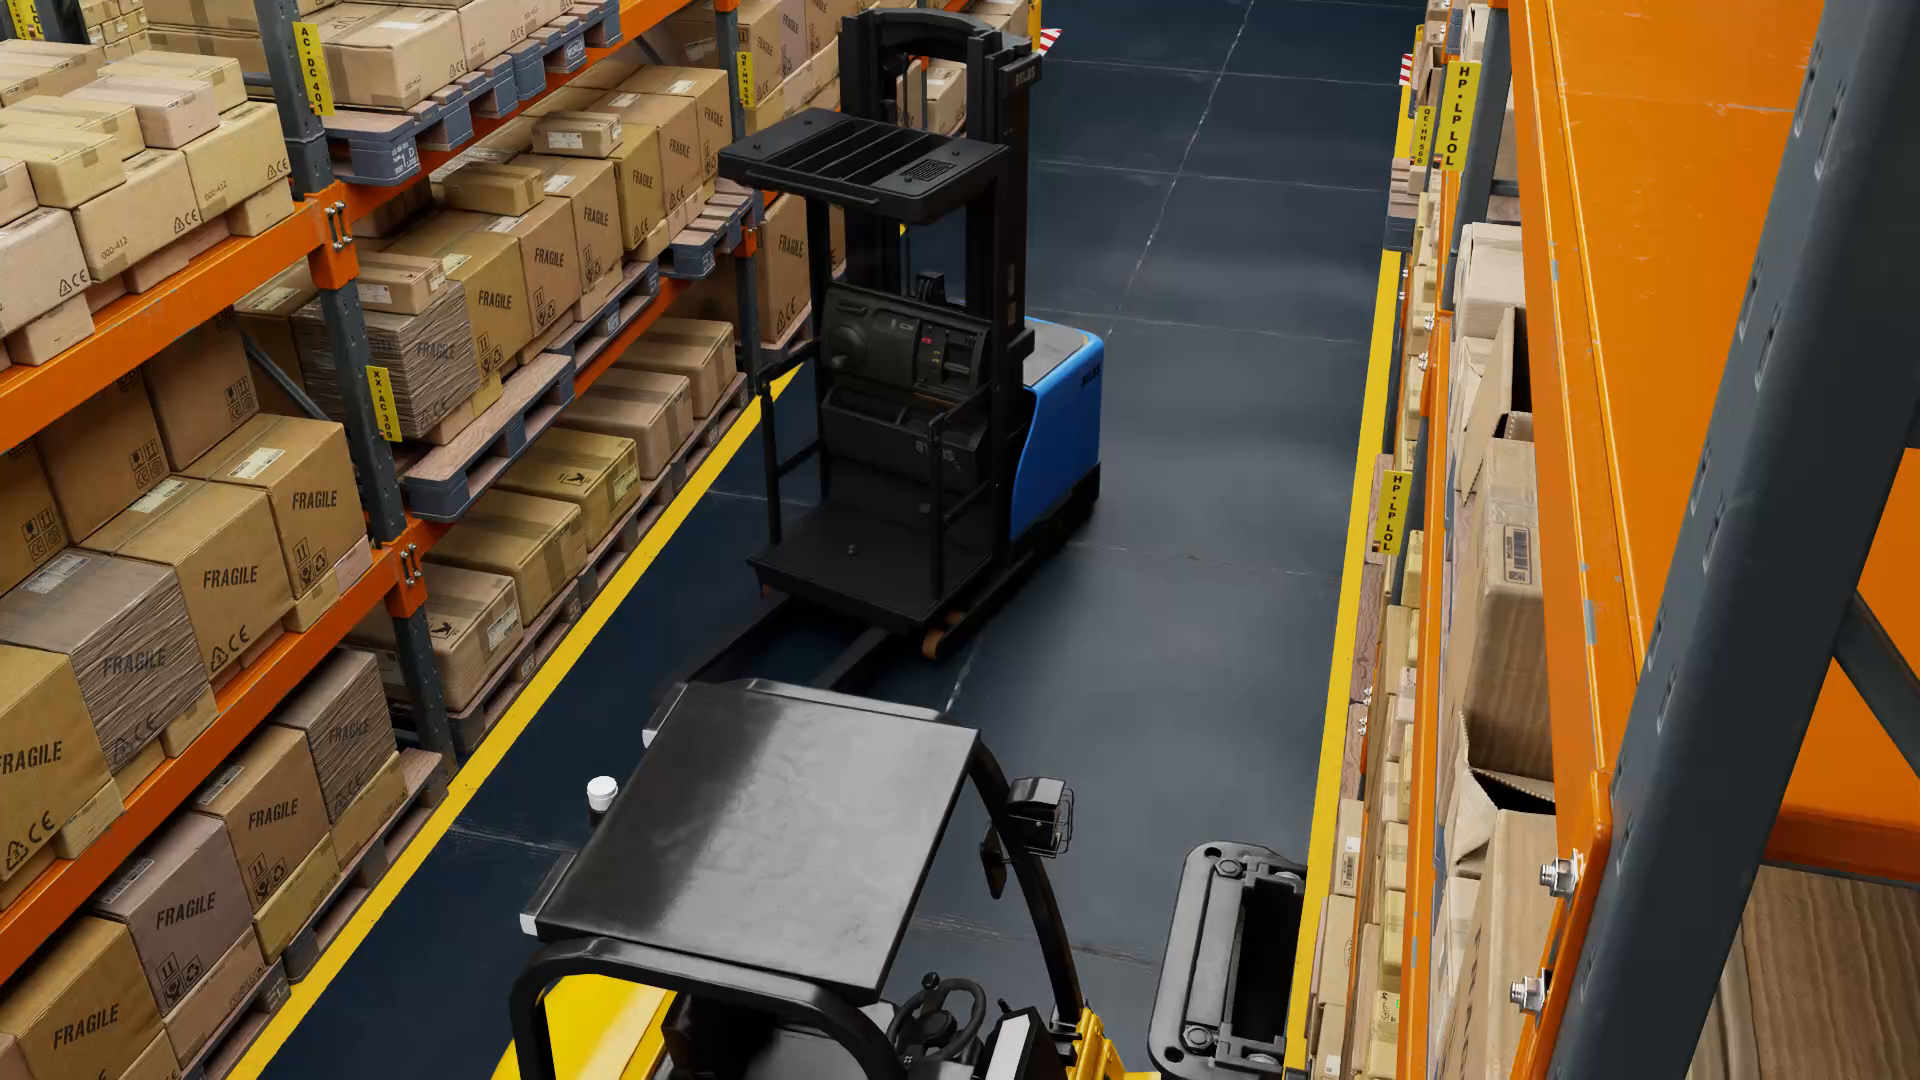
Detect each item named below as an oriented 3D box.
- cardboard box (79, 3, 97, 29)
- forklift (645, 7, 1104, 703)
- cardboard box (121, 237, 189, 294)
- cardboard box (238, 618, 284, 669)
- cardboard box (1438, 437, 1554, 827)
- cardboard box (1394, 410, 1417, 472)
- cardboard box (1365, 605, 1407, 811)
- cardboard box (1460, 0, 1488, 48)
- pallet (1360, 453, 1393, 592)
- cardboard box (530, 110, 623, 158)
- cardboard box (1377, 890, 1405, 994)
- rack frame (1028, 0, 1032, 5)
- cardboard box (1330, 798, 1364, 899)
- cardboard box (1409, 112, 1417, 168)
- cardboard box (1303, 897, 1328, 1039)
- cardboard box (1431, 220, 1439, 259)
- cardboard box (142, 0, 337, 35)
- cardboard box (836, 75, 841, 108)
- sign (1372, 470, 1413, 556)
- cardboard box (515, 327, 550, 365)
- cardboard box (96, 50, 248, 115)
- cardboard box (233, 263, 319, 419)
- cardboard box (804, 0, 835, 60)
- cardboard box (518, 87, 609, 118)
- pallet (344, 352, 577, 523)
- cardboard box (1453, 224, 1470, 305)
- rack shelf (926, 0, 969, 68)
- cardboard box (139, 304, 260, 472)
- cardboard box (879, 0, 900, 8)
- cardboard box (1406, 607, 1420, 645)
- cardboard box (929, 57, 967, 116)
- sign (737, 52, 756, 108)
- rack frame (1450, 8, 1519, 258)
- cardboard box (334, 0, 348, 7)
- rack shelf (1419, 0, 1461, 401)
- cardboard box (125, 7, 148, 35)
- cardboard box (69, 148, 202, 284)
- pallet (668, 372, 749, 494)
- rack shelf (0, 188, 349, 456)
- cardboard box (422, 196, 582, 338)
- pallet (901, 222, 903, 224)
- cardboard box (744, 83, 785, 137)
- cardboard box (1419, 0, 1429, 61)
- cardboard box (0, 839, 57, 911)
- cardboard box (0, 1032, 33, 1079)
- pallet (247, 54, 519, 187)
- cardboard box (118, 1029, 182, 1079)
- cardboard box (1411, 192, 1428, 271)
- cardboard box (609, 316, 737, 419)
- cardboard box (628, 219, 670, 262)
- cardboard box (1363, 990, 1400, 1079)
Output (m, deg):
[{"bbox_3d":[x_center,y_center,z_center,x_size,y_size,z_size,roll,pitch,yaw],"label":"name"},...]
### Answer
[{"bbox_3d":[-6.230,-3.613,11.495,0.380,0.149,0.250,7,33,11],"label":"cardboard box"},{"bbox_3d":[-0.395,-0.911,8.021,1.130,2.935,3.031,18,37,26],"label":"forklift"},{"bbox_3d":[-2.778,-0.940,5.440,0.380,0.149,0.250,8,33,13],"label":"cardboard box"},{"bbox_3d":[-2.787,0.329,6.240,0.380,0.149,0.250,8,33,13],"label":"cardboard box"},{"bbox_3d":[1.219,0.201,2.834,0.700,0.500,0.500,8,33,13],"label":"cardboard box"},{"bbox_3d":[2.001,-0.271,6.625,0.500,0.250,0.500,7,33,11],"label":"cardboard box"},{"bbox_3d":[1.635,0.586,5.508,0.500,0.500,0.500,7,33,11],"label":"cardboard box"},{"bbox_3d":[2.338,-2.299,6.766,0.500,0.500,0.500,9,33,14],"label":"cardboard box"},{"bbox_3d":[2.769,-0.043,9.191,1.003,0.211,1.213,8,33,12],"label":"pallet"},{"bbox_3d":[-1.929,-2.047,8.377,0.380,0.149,0.250,6,33,10],"label":"cardboard box"},{"bbox_3d":[1.253,1.047,4.179,0.380,0.149,0.250,7,33,11],"label":"cardboard box"},{"bbox_3d":[0.244,-6.467,16.697,1.000,3.000,0.127,8,33,12],"label":"rack frame"},{"bbox_3d":[1.574,1.203,5.871,0.500,0.250,0.500,8,33,12],"label":"cardboard box"},{"bbox_3d":[2.970,-2.347,9.965,0.500,0.250,0.500,6,33,10],"label":"cardboard box"},{"bbox_3d":[1.557,1.623,6.143,0.500,0.250,0.500,8,33,13],"label":"cardboard box"},{"bbox_3d":[2.489,-1.420,8.059,0.380,0.149,0.250,8,33,13],"label":"cardboard box"},{"bbox_3d":[-2.778,-2.149,6.391,0.500,0.250,0.500,9,33,13],"label":"cardboard box"},{"bbox_3d":[-1.045,-3.269,11.806,0.500,0.250,0.500,8,33,12],"label":"cardboard box"},{"bbox_3d":[1.473,-0.090,5.660,0.100,0.325,0.005,8,33,12],"label":"sign"},{"bbox_3d":[-2.180,-0.969,7.890,0.380,0.149,0.250,9,33,13],"label":"cardboard box"},{"bbox_3d":[-2.671,-1.542,5.645,0.380,0.149,0.250,9,33,13],"label":"cardboard box"},{"bbox_3d":[-2.906,-0.856,7.108,0.500,0.500,0.500,7,33,11],"label":"cardboard box"},{"bbox_3d":[-1.162,-3.528,11.048,0.500,0.500,0.500,9,34,14],"label":"cardboard box"},{"bbox_3d":[-2.250,-2.187,9.203,0.500,0.500,0.500,10,34,15],"label":"cardboard box"},{"bbox_3d":[-2.467,-0.536,7.546,1.003,0.211,1.213,8,33,12],"label":"pallet"},{"bbox_3d":[1.593,-0.754,4.663,0.380,0.149,0.250,9,33,13],"label":"cardboard box"},{"bbox_3d":[-0.264,-5.126,15.257,1.077,0.370,4.000,8,33,12],"label":"rack shelf"},{"bbox_3d":[-3.123,-0.631,6.214,0.700,0.500,0.500,8,33,12],"label":"cardboard box"},{"bbox_3d":[-0.768,-4.017,12.516,0.500,0.250,0.500,9,33,14],"label":"cardboard box"},{"bbox_3d":[1.665,0.247,5.437,0.380,0.149,0.250,8,33,12],"label":"cardboard box"},{"bbox_3d":[-0.282,-4.263,15.227,0.875,0.438,0.875,7,33,11],"label":"cardboard box"},{"bbox_3d":[-1.259,-2.702,9.769,0.100,0.325,0.005,8,33,12],"label":"sign"},{"bbox_3d":[2.000,-2.098,4.232,1.000,3.000,0.127,8,33,12],"label":"rack frame"},{"bbox_3d":[-2.660,-2.205,6.944,0.500,0.250,0.500,8,33,13],"label":"cardboard box"},{"bbox_3d":[2.508,-1.566,6.862,1.077,0.370,4.000,8,33,12],"label":"rack shelf"},{"bbox_3d":[-6.088,-3.768,12.017,0.380,0.149,0.250,8,33,13],"label":"cardboard box"},{"bbox_3d":[-2.781,-1.040,5.227,0.500,0.250,0.500,7,33,12],"label":"cardboard box"},{"bbox_3d":[-1.986,-0.734,10.277,1.003,0.211,1.213,8,33,12],"label":"pallet"},{"bbox_3d":[-3.309,-0.165,4.657,1.077,0.370,4.000,8,33,12],"label":"rack shelf"},{"bbox_3d":[-2.140,-1.304,7.813,0.500,0.500,0.500,8,33,12],"label":"cardboard box"},{"bbox_3d":[-0.894,-2.804,13.534,1.003,0.211,1.213,8,33,12],"label":"pallet"},{"bbox_3d":[-1.419,-2.693,10.434,0.500,0.250,0.500,8,33,12],"label":"cardboard box"},{"bbox_3d":[3.691,-3.717,11.885,0.700,0.500,0.500,9,34,14],"label":"cardboard box"},{"bbox_3d":[-3.088,0.992,5.198,0.380,0.149,0.250,7,33,11],"label":"cardboard box"},{"bbox_3d":[-3.211,1.837,5.107,0.500,0.500,0.500,7,33,11],"label":"cardboard box"},{"bbox_3d":[-2.542,-1.733,6.628,1.213,0.211,1.003,8,33,12],"label":"pallet"},{"bbox_3d":[-3.082,1.889,5.724,0.500,0.250,0.500,10,34,16],"label":"cardboard box"},{"bbox_3d":[2.642,-1.596,8.708,0.500,0.250,0.500,8,33,12],"label":"cardboard box"},{"bbox_3d":[-1.940,-1.092,10.300,0.950,0.372,0.625,6,33,9],"label":"cardboard box"},{"bbox_3d":[-1.789,-1.625,8.922,0.380,0.149,0.250,9,33,13],"label":"cardboard box"},{"bbox_3d":[1.099,1.177,3.697,0.380,0.149,0.250,9,33,13],"label":"cardboard box"}]
